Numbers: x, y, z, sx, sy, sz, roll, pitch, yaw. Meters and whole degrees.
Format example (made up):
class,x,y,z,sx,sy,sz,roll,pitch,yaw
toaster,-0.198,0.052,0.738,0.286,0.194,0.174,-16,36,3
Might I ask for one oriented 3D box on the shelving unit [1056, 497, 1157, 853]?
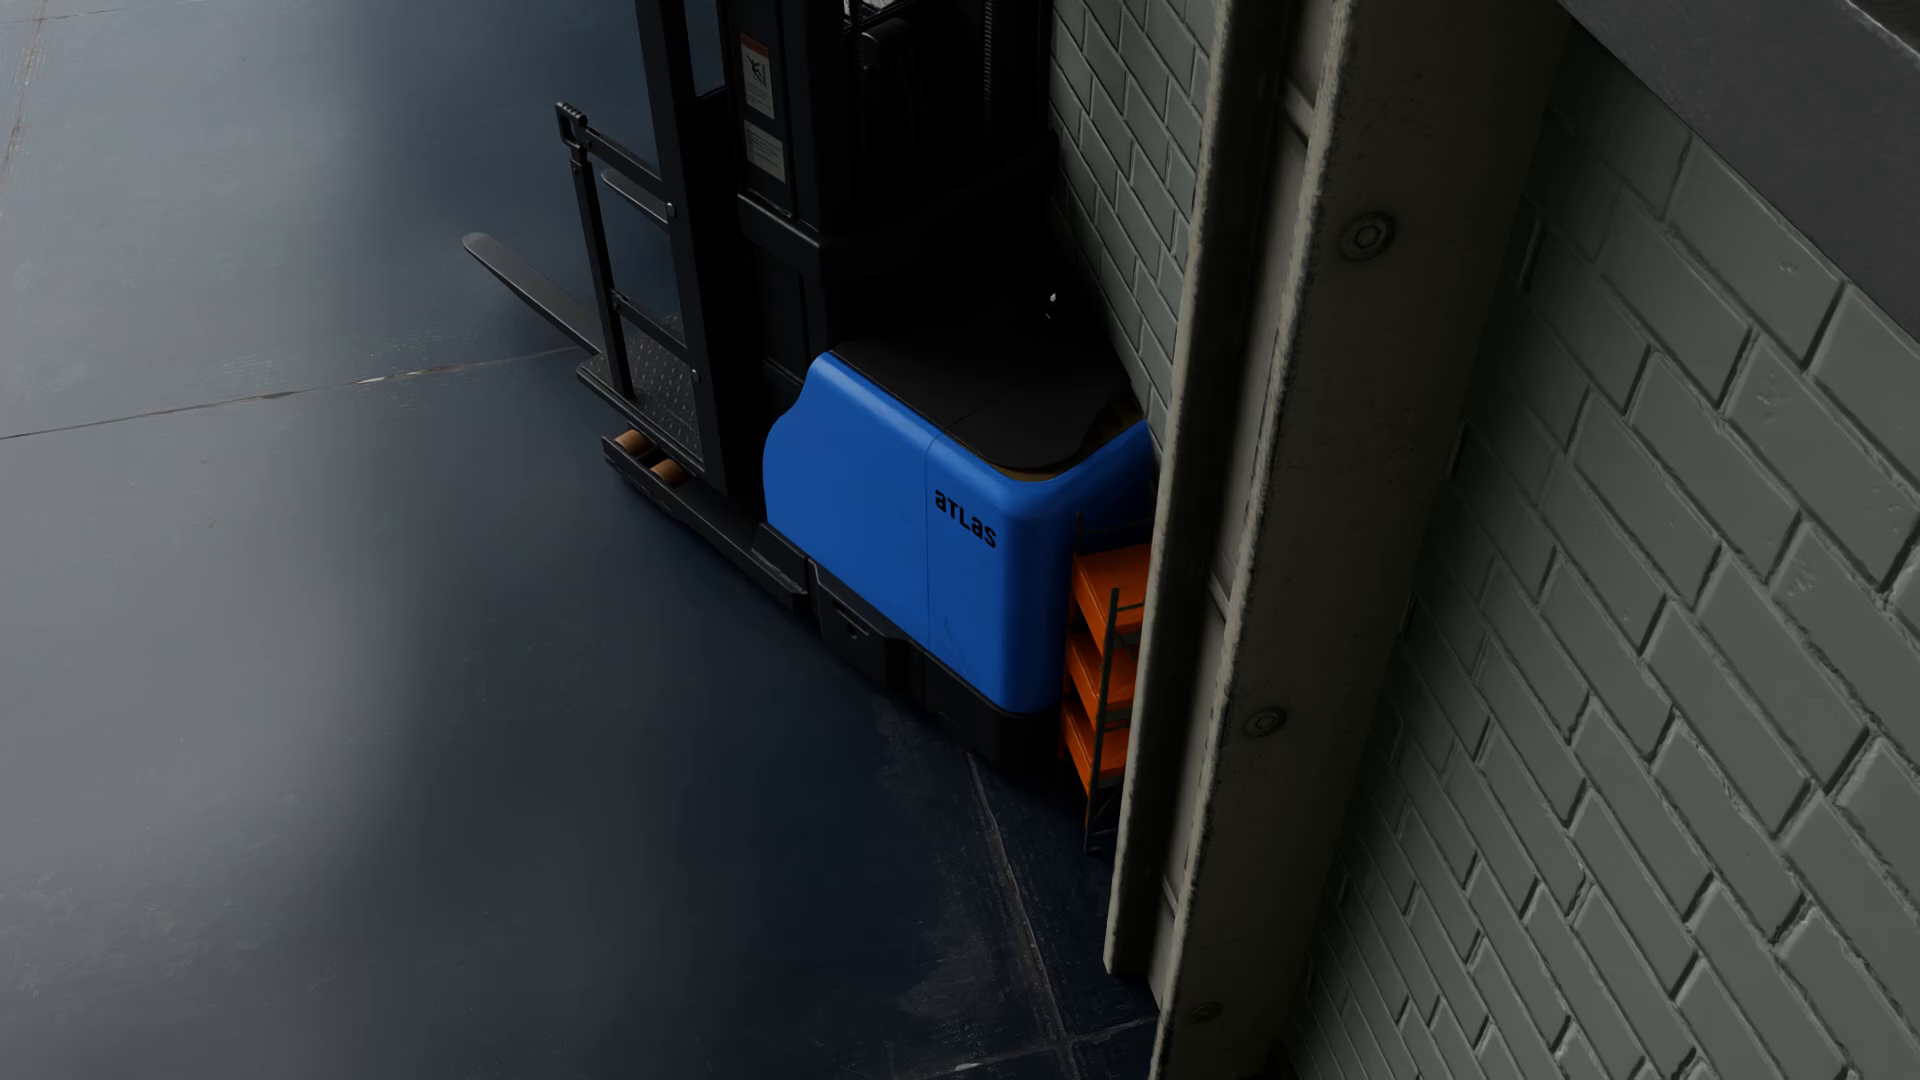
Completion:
class,x,y,z,sx,sy,sz,roll,pitch,yaw
shelving unit,0.397,0.367,4.152,0.215,1.050,0.252,-11,48,-11

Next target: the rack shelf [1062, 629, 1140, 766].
class,x,y,z,sx,sy,sz,roll,pitch,yaw
rack shelf,0.397,0.374,4.160,0.215,0.259,0.240,-11,48,-11

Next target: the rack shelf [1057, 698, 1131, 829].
class,x,y,z,sx,sy,sz,roll,pitch,yaw
rack shelf,0.396,0.565,4.362,0.215,0.259,0.240,-11,48,-11

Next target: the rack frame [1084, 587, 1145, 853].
class,x,y,z,sx,sy,sz,roll,pitch,yaw
rack frame,0.429,0.452,4.071,0.200,1.050,0.008,-11,48,-11

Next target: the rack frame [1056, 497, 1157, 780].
class,x,y,z,sx,sy,sz,roll,pitch,yaw
rack frame,0.364,0.281,4.233,0.200,1.050,0.008,-11,48,-11

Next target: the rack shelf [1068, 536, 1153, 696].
class,x,y,z,sx,sy,sz,roll,pitch,yaw
rack shelf,0.398,0.179,3.954,0.215,0.259,0.240,-11,48,-11

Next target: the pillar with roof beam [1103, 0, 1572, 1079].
class,x,y,z,sx,sy,sz,roll,pitch,yaw
pillar with roof beam,-3.601,-1.199,0.124,9.100,9.000,0.400,-11,47,-10

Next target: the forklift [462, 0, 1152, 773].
class,x,y,z,sx,sy,sz,roll,pitch,yaw
forklift,-0.510,-1.347,4.518,1.130,2.935,3.031,-35,55,-29
